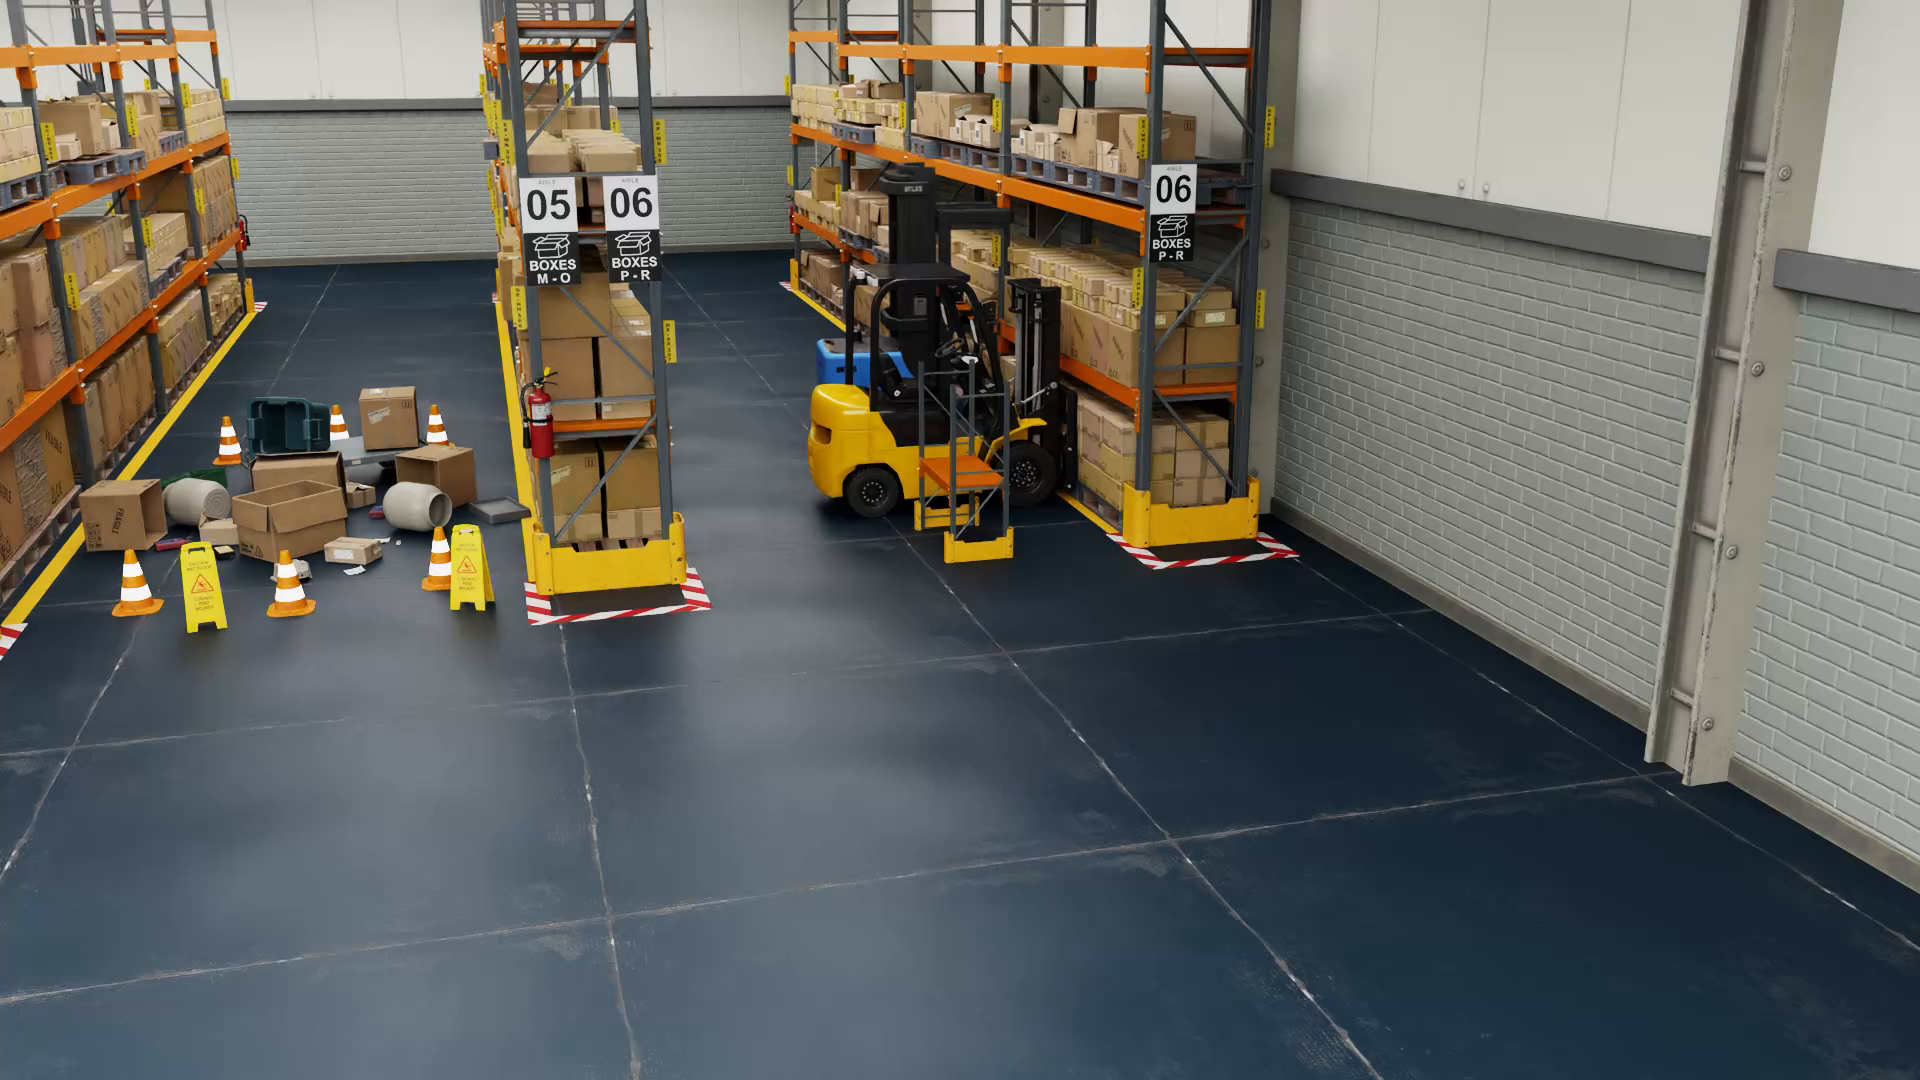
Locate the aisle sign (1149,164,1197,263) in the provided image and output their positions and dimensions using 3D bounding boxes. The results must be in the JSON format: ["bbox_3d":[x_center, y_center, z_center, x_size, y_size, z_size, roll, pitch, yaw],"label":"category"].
[{"bbox_3d":[1.740,-2.669,13.606,0.394,0.787,0.004,-5,17,-15],"label":"aisle sign"}]

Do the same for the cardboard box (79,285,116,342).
[{"bbox_3d":[-8.758,-2.252,16.562,0.500,0.500,0.500,-5,17,-16],"label":"cardboard box"}]

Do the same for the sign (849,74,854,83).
[{"bbox_3d":[-1.853,-7.790,28.420,0.100,0.325,0.005,-5,17,-15],"label":"sign"}]

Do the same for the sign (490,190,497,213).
[{"bbox_3d":[-6.598,-4.800,23.575,0.100,0.325,0.005,-5,17,-15],"label":"sign"}]

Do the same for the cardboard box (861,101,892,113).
[{"bbox_3d":[-1.153,-5.954,22.862,0.380,0.149,0.250,-5,17,-15],"label":"cardboard box"}]

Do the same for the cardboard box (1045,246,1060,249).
[{"bbox_3d":[0.924,-3.192,18.565,0.380,0.149,0.250,-5,17,-15],"label":"cardboard box"}]

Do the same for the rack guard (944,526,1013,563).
[{"bbox_3d":[0.158,0.039,13.887,0.587,0.250,0.087,-5,17,-15],"label":"rack guard"}]

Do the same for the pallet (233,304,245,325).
[{"bbox_3d":[-11.685,-3.495,25.719,1.003,0.211,1.213,-5,17,-15],"label":"pallet"}]

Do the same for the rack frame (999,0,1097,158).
[{"bbox_3d":[0.905,-5.445,16.938,1.000,3.000,0.127,-5,17,-15],"label":"rack frame"}]

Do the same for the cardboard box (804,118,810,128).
[{"bbox_3d":[-2.329,-6.810,27.130,0.380,0.149,0.250,-5,17,-15],"label":"cardboard box"}]

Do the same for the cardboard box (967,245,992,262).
[{"bbox_3d":[0.293,-3.212,18.629,0.380,0.149,0.250,-5,18,-17],"label":"cardboard box"}]

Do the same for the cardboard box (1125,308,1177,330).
[{"bbox_3d":[1.640,-1.898,14.255,0.380,0.149,0.250,-4,17,-14],"label":"cardboard box"}]

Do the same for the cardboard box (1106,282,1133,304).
[{"bbox_3d":[1.508,-2.185,14.694,0.380,0.149,0.250,-4,17,-14],"label":"cardboard box"}]

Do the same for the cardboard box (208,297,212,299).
[{"bbox_3d":[-10.827,-3.352,23.587,0.380,0.149,0.250,-5,17,-16],"label":"cardboard box"}]

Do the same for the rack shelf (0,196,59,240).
[{"bbox_3d":[-8.048,-2.298,12.926,1.077,0.370,4.000,-5,17,-15],"label":"rack shelf"}]

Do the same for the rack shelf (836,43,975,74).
[{"bbox_3d":[-0.743,-6.569,22.624,1.077,0.370,4.000,-5,17,-15],"label":"rack shelf"}]

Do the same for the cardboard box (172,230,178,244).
[{"bbox_3d":[-10.279,-3.884,21.358,0.380,0.149,0.250,-5,18,-17],"label":"cardboard box"}]

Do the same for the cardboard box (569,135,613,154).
[{"bbox_3d":[-3.268,-3.520,14.791,0.380,0.149,0.250,-5,17,-16],"label":"cardboard box"}]

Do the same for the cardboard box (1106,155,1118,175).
[{"bbox_3d":[1.485,-3.236,14.331,0.380,0.149,0.250,-5,17,-17],"label":"cardboard box"}]

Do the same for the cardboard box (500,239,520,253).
[{"bbox_3d":[-3.722,-2.425,14.882,0.700,0.500,0.500,-5,17,-16],"label":"cardboard box"}]

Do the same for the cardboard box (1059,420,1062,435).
[{"bbox_3d":[1.147,-1.119,16.143,0.500,0.250,0.500,-5,17,-15],"label":"cardboard box"}]

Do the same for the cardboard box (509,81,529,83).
[{"bbox_3d":[-6.754,-6.662,25.125,0.500,0.500,0.500,-4,17,-14],"label":"cardboard box"}]

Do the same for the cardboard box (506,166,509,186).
[{"bbox_3d":[-3.733,-3.261,14.624,0.500,0.250,0.500,-5,17,-15],"label":"cardboard box"}]

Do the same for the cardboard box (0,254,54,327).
[{"bbox_3d":[-8.267,-2.101,14.094,0.875,0.550,0.550,-5,17,-15],"label":"cardboard box"}]

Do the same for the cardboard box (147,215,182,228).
[{"bbox_3d":[-10.424,-4.168,21.787,0.380,0.149,0.250,-5,17,-17],"label":"cardboard box"}]

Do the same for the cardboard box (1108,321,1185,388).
[{"bbox_3d":[1.617,-1.629,14.487,0.500,0.500,0.500,-5,17,-16],"label":"cardboard box"}]

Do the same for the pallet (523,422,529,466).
[{"bbox_3d":[-4.082,-1.058,17.609,1.003,0.211,1.213,-5,17,-15],"label":"pallet"}]

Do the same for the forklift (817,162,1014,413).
[{"bbox_3d":[0.010,-2.488,17.639,3.031,2.935,1.130,-3,17,-10],"label":"forklift"}]

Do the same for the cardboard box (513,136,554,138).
[{"bbox_3d":[-3.767,-3.481,14.664,0.380,0.149,0.250,-5,18,-17],"label":"cardboard box"}]

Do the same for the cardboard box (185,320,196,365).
[{"bbox_3d":[-10.073,-2.507,21.200,0.500,0.500,0.500,-5,17,-16],"label":"cardboard box"}]

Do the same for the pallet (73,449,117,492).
[{"bbox_3d":[-8.882,-0.631,16.187,1.003,0.211,1.213,-5,17,-15],"label":"pallet"}]

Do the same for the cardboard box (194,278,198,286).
[{"bbox_3d":[-11.887,-3.961,25.615,0.380,0.149,0.250,-4,17,-14],"label":"cardboard box"}]

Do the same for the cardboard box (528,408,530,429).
[{"bbox_3d":[-3.540,-1.066,14.407,0.380,0.149,0.250,-4,17,-13],"label":"cardboard box"}]

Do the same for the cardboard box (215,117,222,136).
[{"bbox_3d":[-11.369,-6.198,24.918,0.500,0.250,0.500,-5,17,-15],"label":"cardboard box"}]

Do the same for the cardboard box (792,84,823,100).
[{"bbox_3d":[-2.512,-7.496,27.852,0.500,0.250,0.500,-5,17,-16],"label":"cardboard box"}]

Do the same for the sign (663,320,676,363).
[{"bbox_3d":[-2.245,-1.530,12.826,0.100,0.325,0.005,-5,17,-15],"label":"sign"}]

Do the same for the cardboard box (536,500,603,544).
[{"bbox_3d":[-3.254,-0.166,13.839,0.500,0.250,0.500,-5,17,-16],"label":"cardboard box"}]

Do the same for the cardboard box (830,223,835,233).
[{"bbox_3d":[-1.811,-4.873,25.898,0.380,0.149,0.250,-4,17,-14],"label":"cardboard box"}]

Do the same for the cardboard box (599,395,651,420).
[{"bbox_3d":[-2.661,-1.062,13.211,0.380,0.149,0.250,-5,17,-15],"label":"cardboard box"}]

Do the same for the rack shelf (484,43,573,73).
[{"bbox_3d":[-5.515,-6.175,21.314,1.077,0.370,4.000,-5,17,-15],"label":"rack shelf"}]

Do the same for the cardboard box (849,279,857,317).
[{"bbox_3d":[-1.377,-3.637,24.962,0.500,0.500,0.500,-4,17,-13],"label":"cardboard box"}]

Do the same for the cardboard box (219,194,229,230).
[{"bbox_3d":[-11.240,-4.883,24.802,0.500,0.500,0.500,-5,17,-15],"label":"cardboard box"}]

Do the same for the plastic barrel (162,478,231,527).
[{"bbox_3d":[-6.811,-0.333,14.825,0.512,0.421,0.421,7,18,23],"label":"plastic barrel"}]

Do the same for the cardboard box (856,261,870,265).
[{"bbox_3d":[-1.333,-4.054,24.704,0.380,0.149,0.250,-6,18,-18],"label":"cardboard box"}]

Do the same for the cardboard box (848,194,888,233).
[{"bbox_3d":[-1.233,-4.739,24.112,0.700,0.500,0.500,-5,17,-15],"label":"cardboard box"}]

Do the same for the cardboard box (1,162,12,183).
[{"bbox_3d":[-7.911,-2.968,13.439,0.380,0.149,0.250,-4,17,-14],"label":"cardboard box"}]

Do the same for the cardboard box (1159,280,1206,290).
[{"bbox_3d":[1.992,-2.224,14.822,0.380,0.149,0.250,-4,17,-14],"label":"cardboard box"}]

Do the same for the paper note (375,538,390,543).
[{"bbox_3d":[-5.030,0.004,14.405,0.148,0.019,0.142,1,17,4],"label":"paper note"}]

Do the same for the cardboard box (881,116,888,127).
[{"bbox_3d":[-0.851,-5.671,22.472,0.380,0.149,0.250,-4,17,-14],"label":"cardboard box"}]

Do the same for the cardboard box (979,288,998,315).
[{"bbox_3d":[0.515,-2.619,18.218,0.500,0.250,0.500,-4,17,-14],"label":"cardboard box"}]

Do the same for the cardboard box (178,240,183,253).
[{"bbox_3d":[-10.358,-3.818,21.655,0.380,0.149,0.250,-5,17,-15],"label":"cardboard box"}]

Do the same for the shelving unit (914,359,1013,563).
[{"bbox_3d":[0.021,-0.697,14.166,0.587,1.500,1.083,-5,17,-15],"label":"shelving unit"}]

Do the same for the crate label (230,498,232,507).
[{"bbox_3d":[-6.873,-0.330,15.313,0.250,0.136,0.298,11,20,32],"label":"crate label"}]

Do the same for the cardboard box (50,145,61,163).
[{"bbox_3d":[-8.644,-3.631,15.645,0.250,0.149,0.380,-5,17,-15],"label":"cardboard box"}]

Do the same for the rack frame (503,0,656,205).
[{"bbox_3d":[-2.767,-3.945,11.945,1.000,3.000,0.127,-5,17,-15],"label":"rack frame"}]
